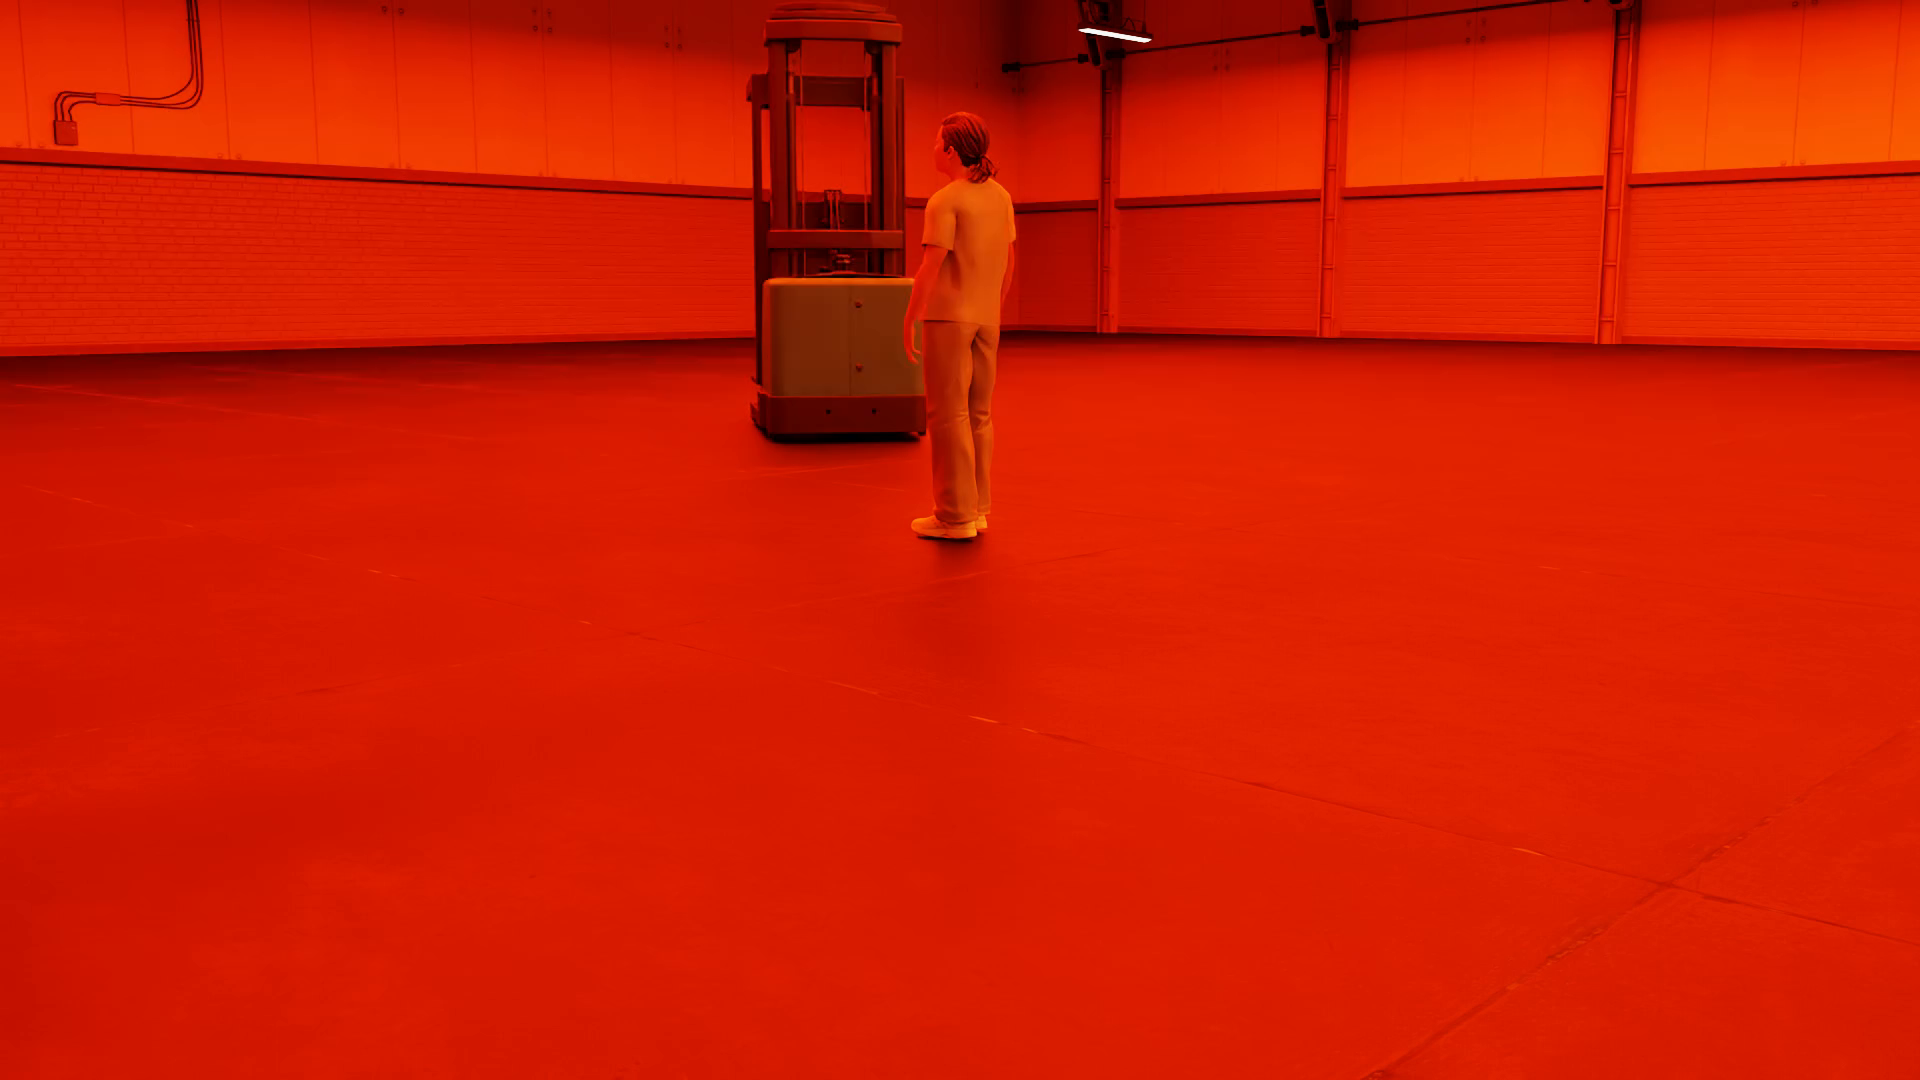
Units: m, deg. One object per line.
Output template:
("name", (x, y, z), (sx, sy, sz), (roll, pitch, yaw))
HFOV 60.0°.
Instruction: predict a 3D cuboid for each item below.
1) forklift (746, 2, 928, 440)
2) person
("forklift", (-0.977, -2.301, 12.159), (1.130, 2.935, 3.031), (-2, 9, -10))
("person", (-0.044, -0.845, 6.652), (0.548, 1.673, 0.549), (8, 12, 43))
